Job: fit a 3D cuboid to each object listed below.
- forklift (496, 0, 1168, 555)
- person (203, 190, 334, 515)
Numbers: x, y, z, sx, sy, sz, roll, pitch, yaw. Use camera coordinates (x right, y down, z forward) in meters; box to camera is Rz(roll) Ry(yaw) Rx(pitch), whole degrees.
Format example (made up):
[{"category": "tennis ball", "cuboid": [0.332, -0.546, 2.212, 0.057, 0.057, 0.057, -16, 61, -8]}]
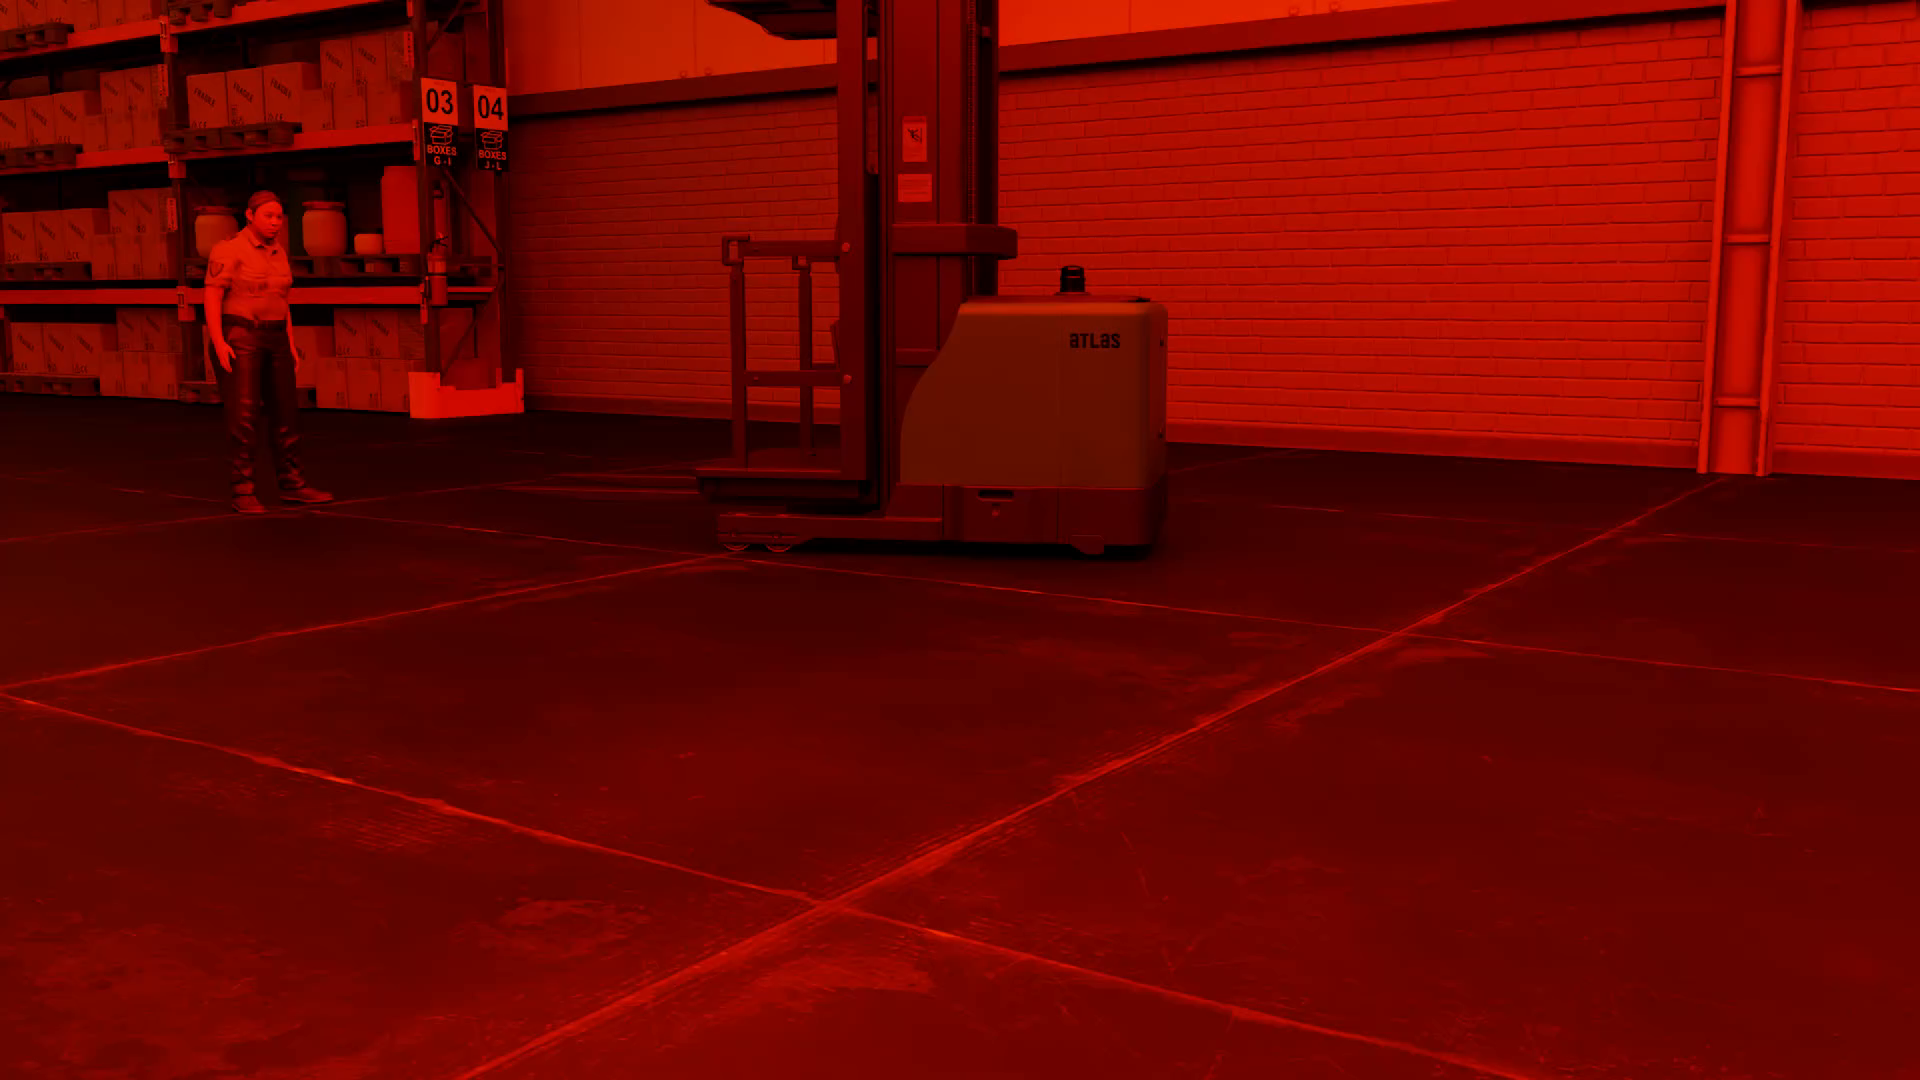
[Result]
[{"category": "forklift", "cuboid": [-0.596, -1.469, 7.520, 3.031, 2.935, 1.130, 2, 8, 12]}, {"category": "person", "cuboid": [-3.661, -0.990, 8.728, 0.427, 1.658, 0.623, 3, 9, 23]}]
